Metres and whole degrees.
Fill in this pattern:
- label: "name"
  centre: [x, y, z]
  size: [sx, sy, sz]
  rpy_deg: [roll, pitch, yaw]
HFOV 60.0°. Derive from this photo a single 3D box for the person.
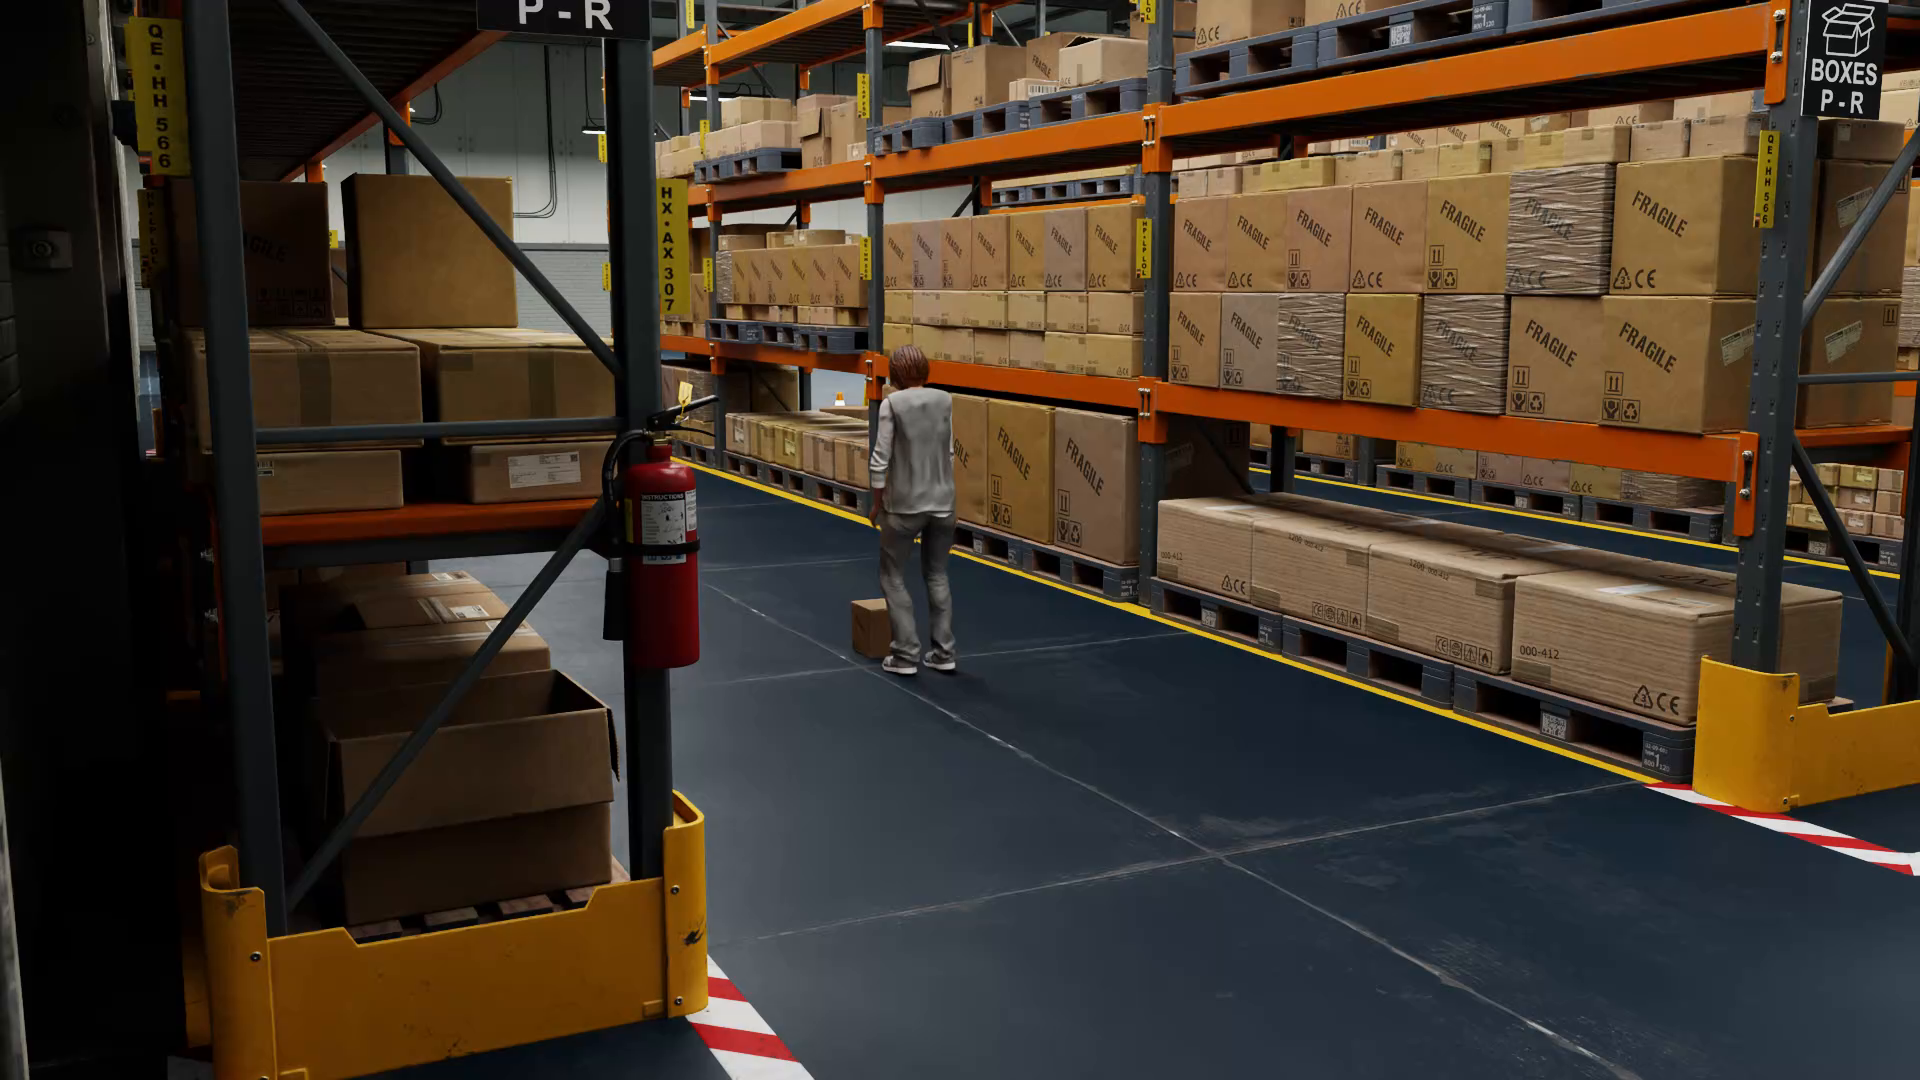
- label: "person"
  centre: [-0.220, -0.128, 7.904]
  size: [0.423, 1.550, 0.368]
  rpy_deg: [-4, 10, -25]
